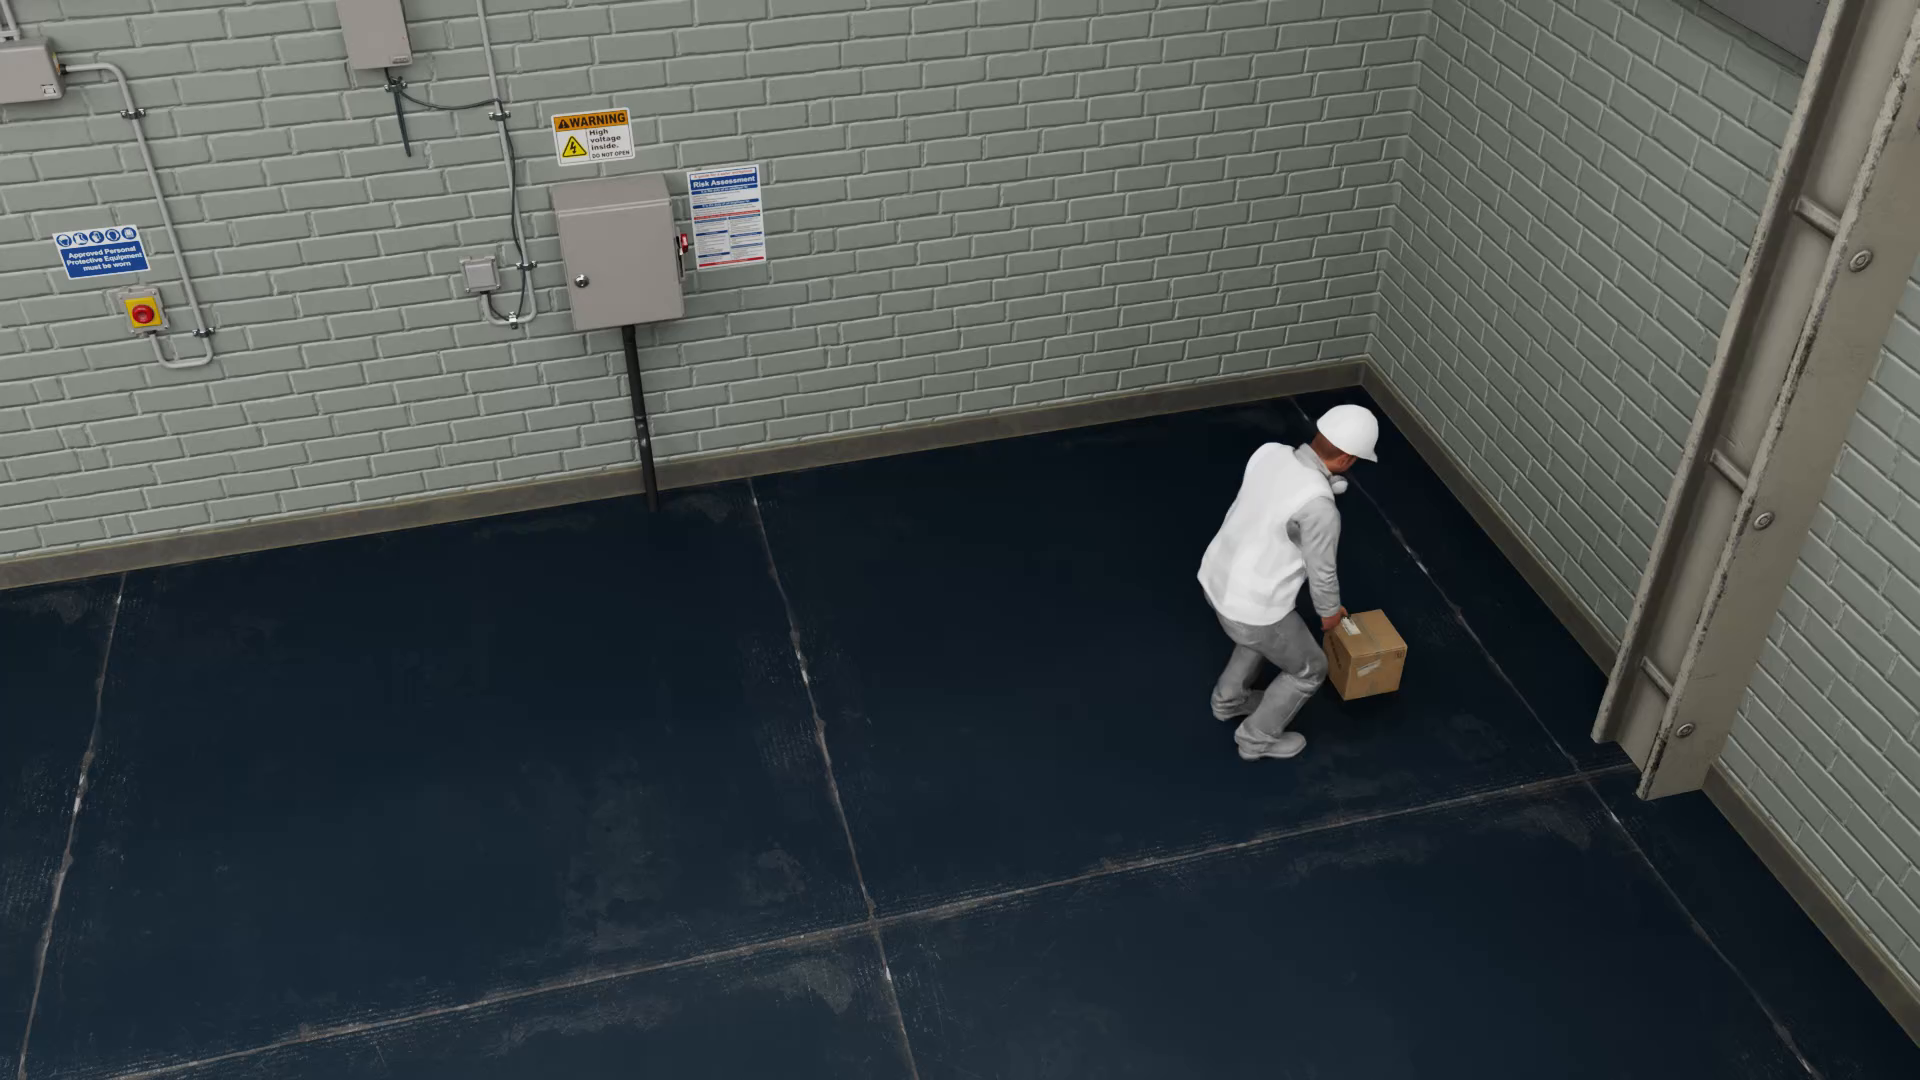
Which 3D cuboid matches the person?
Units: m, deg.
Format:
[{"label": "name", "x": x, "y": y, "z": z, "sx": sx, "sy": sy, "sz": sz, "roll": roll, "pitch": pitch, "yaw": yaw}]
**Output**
[{"label": "person", "x": 1.276, "y": 0.162, "z": 6.647, "sx": 0.649, "sy": 1.584, "sz": 0.586, "roll": -9, "pitch": 39, "yaw": -11}]
